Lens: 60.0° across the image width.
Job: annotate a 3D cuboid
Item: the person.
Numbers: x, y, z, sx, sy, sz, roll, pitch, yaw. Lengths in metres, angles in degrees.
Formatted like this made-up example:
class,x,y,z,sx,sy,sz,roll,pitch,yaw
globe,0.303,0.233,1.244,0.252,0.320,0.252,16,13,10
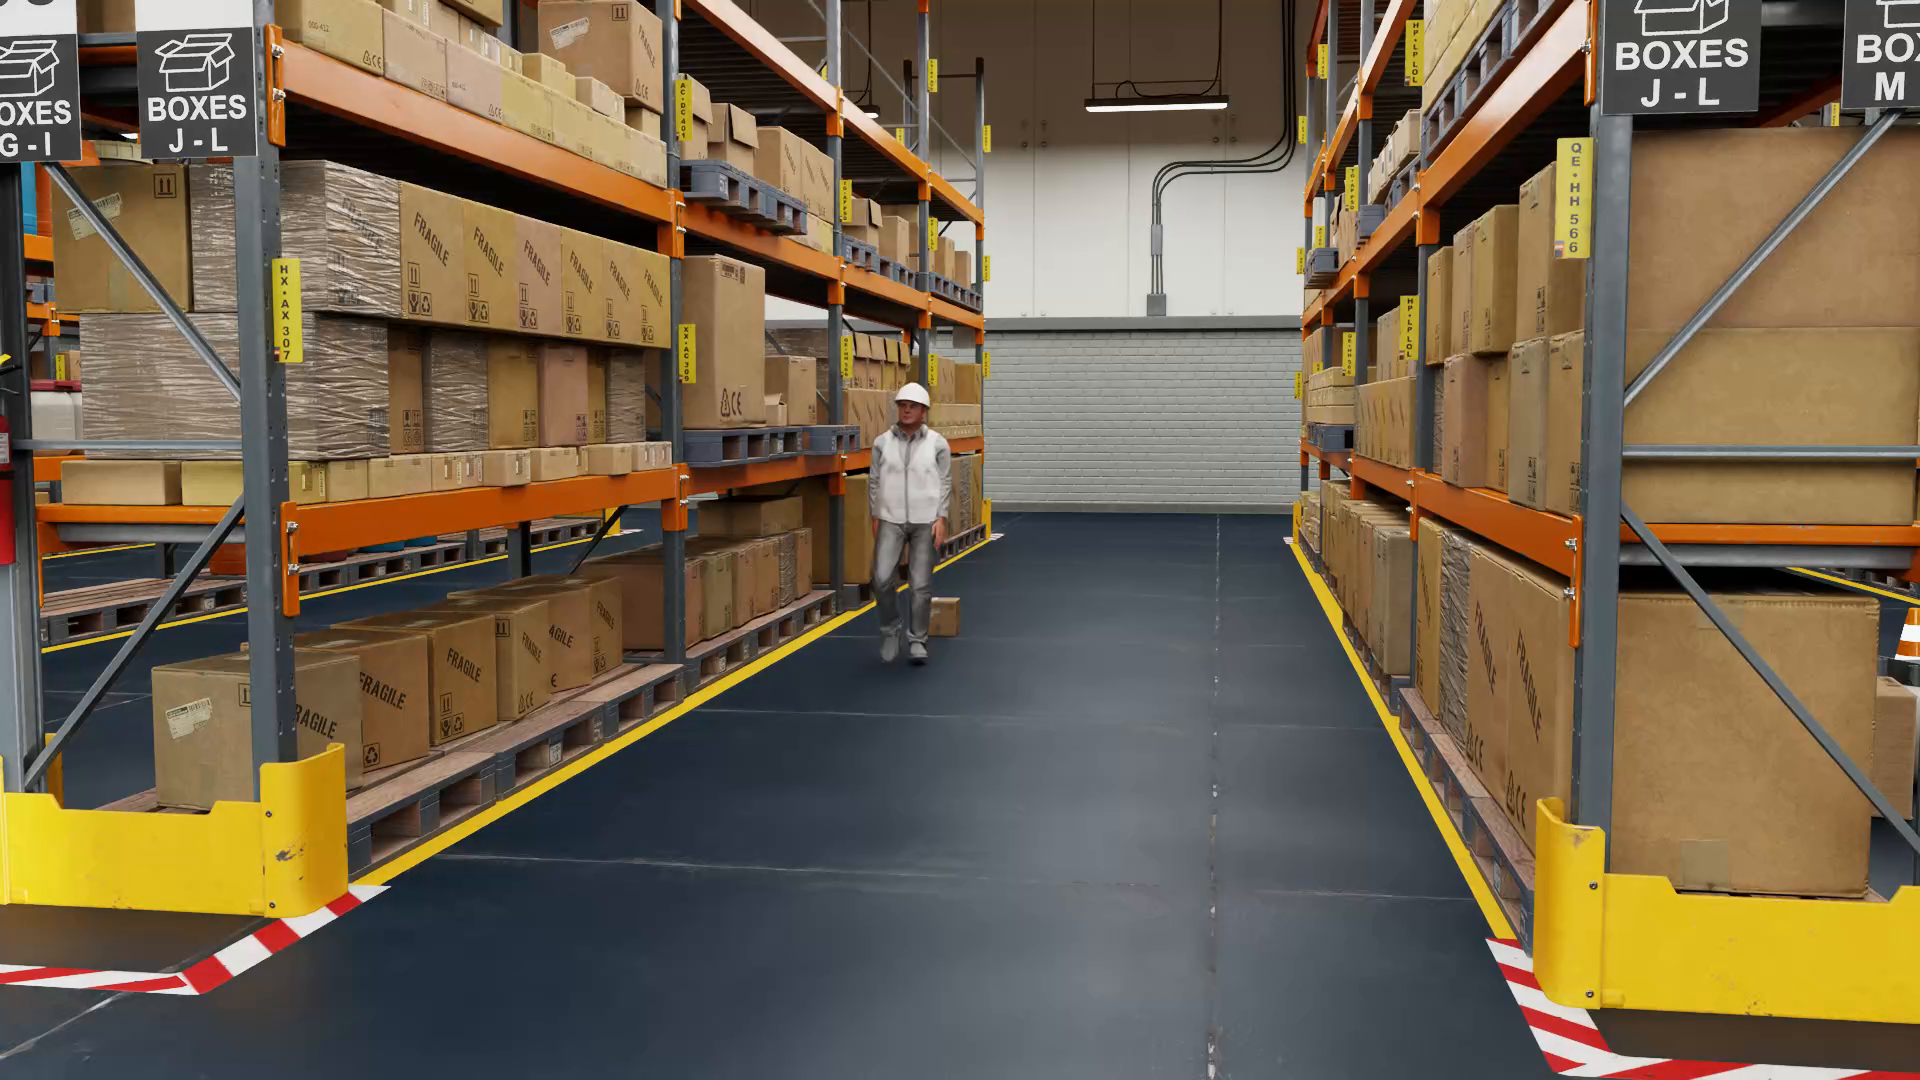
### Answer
class,x,y,z,sx,sy,sz,roll,pitch,yaw
person,-0.328,-0.070,10.535,0.550,1.836,0.581,0,4,4
